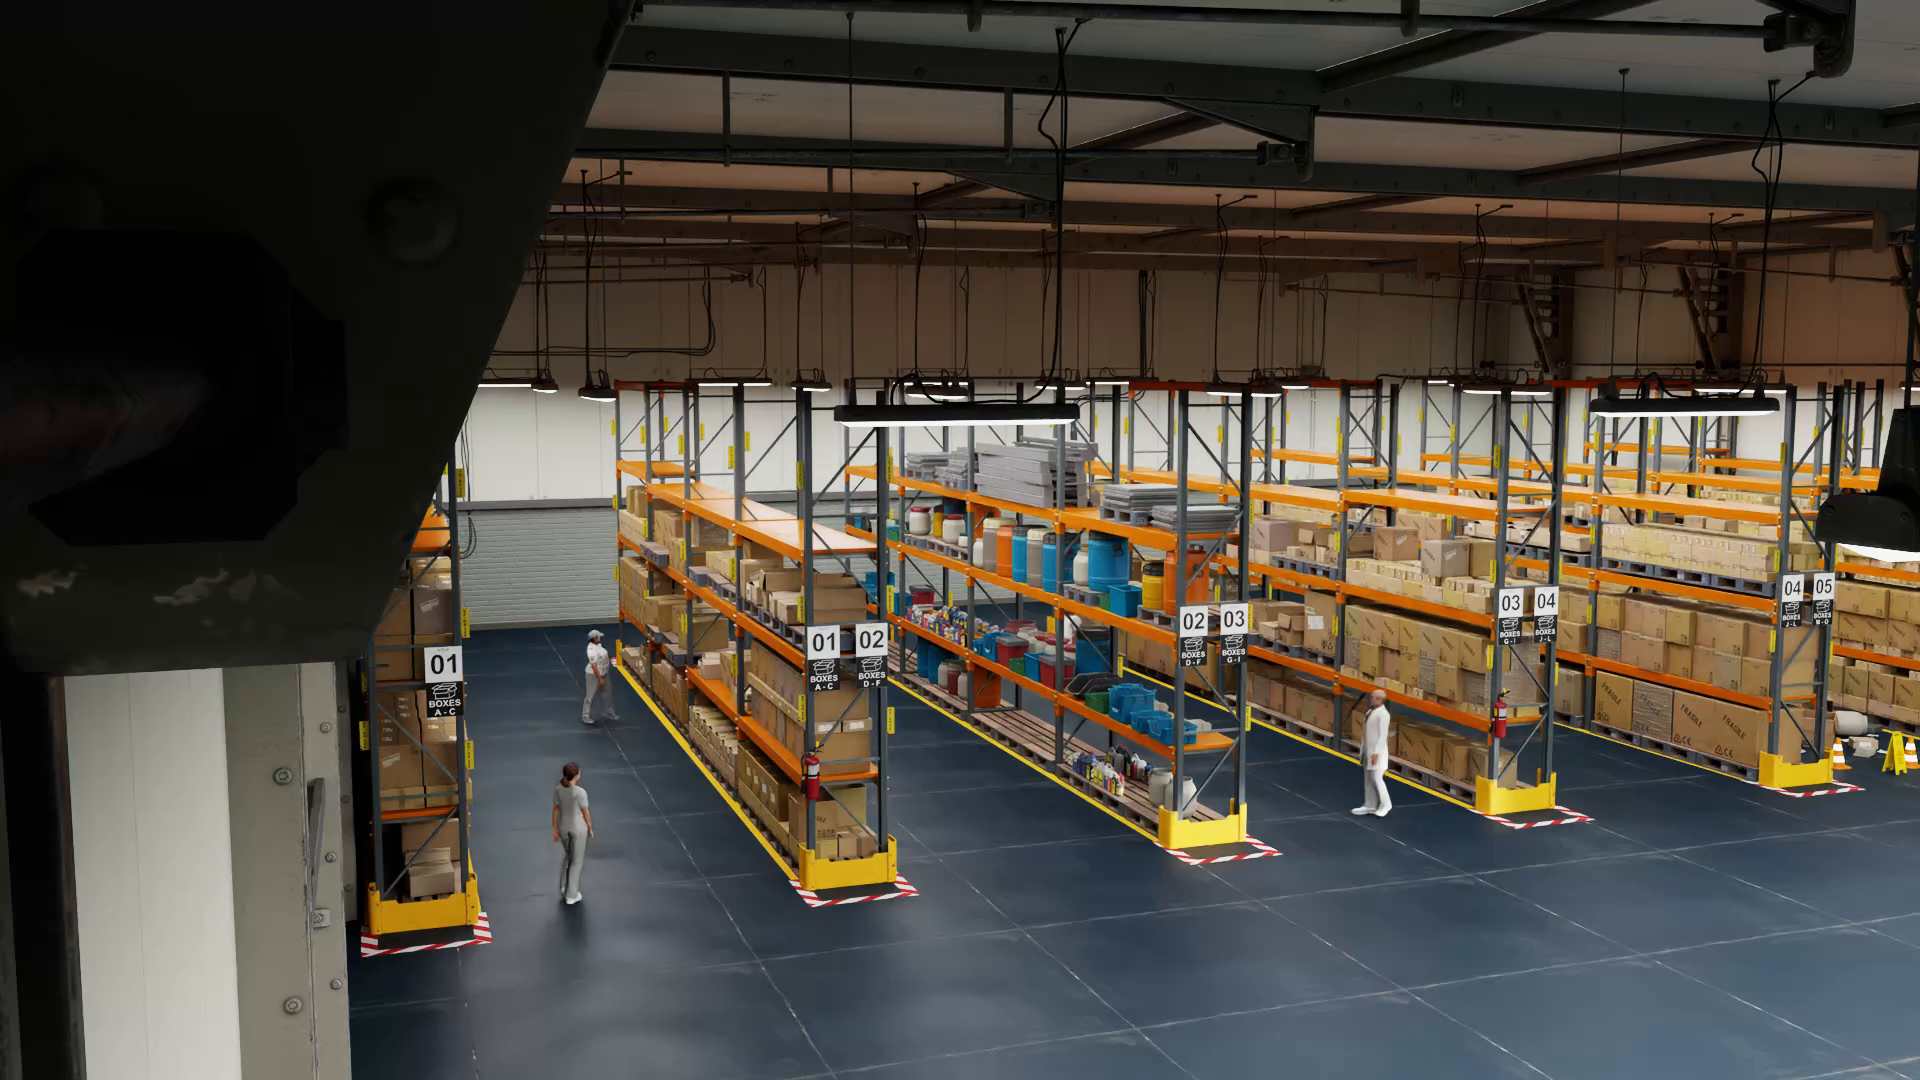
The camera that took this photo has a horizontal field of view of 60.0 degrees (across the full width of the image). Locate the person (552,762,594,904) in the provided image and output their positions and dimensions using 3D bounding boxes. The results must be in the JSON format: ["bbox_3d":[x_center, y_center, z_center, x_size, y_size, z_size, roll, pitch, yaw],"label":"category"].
[{"bbox_3d":[-4.543,3.448,19.558,0.461,1.684,0.439,2,6,17],"label":"person"}]

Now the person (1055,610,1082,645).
[{"bbox_3d":[2.040,2.054,32.196,0.602,1.766,0.551,4,7,32],"label":"person"}]

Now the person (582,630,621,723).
[{"bbox_3d":[-6.400,2.408,29.510,0.537,1.686,0.658,1,6,14],"label":"person"}]

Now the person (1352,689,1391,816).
[{"bbox_3d":[5.825,2.978,23.328,0.503,1.790,0.651,-2,6,-21],"label":"person"}]
